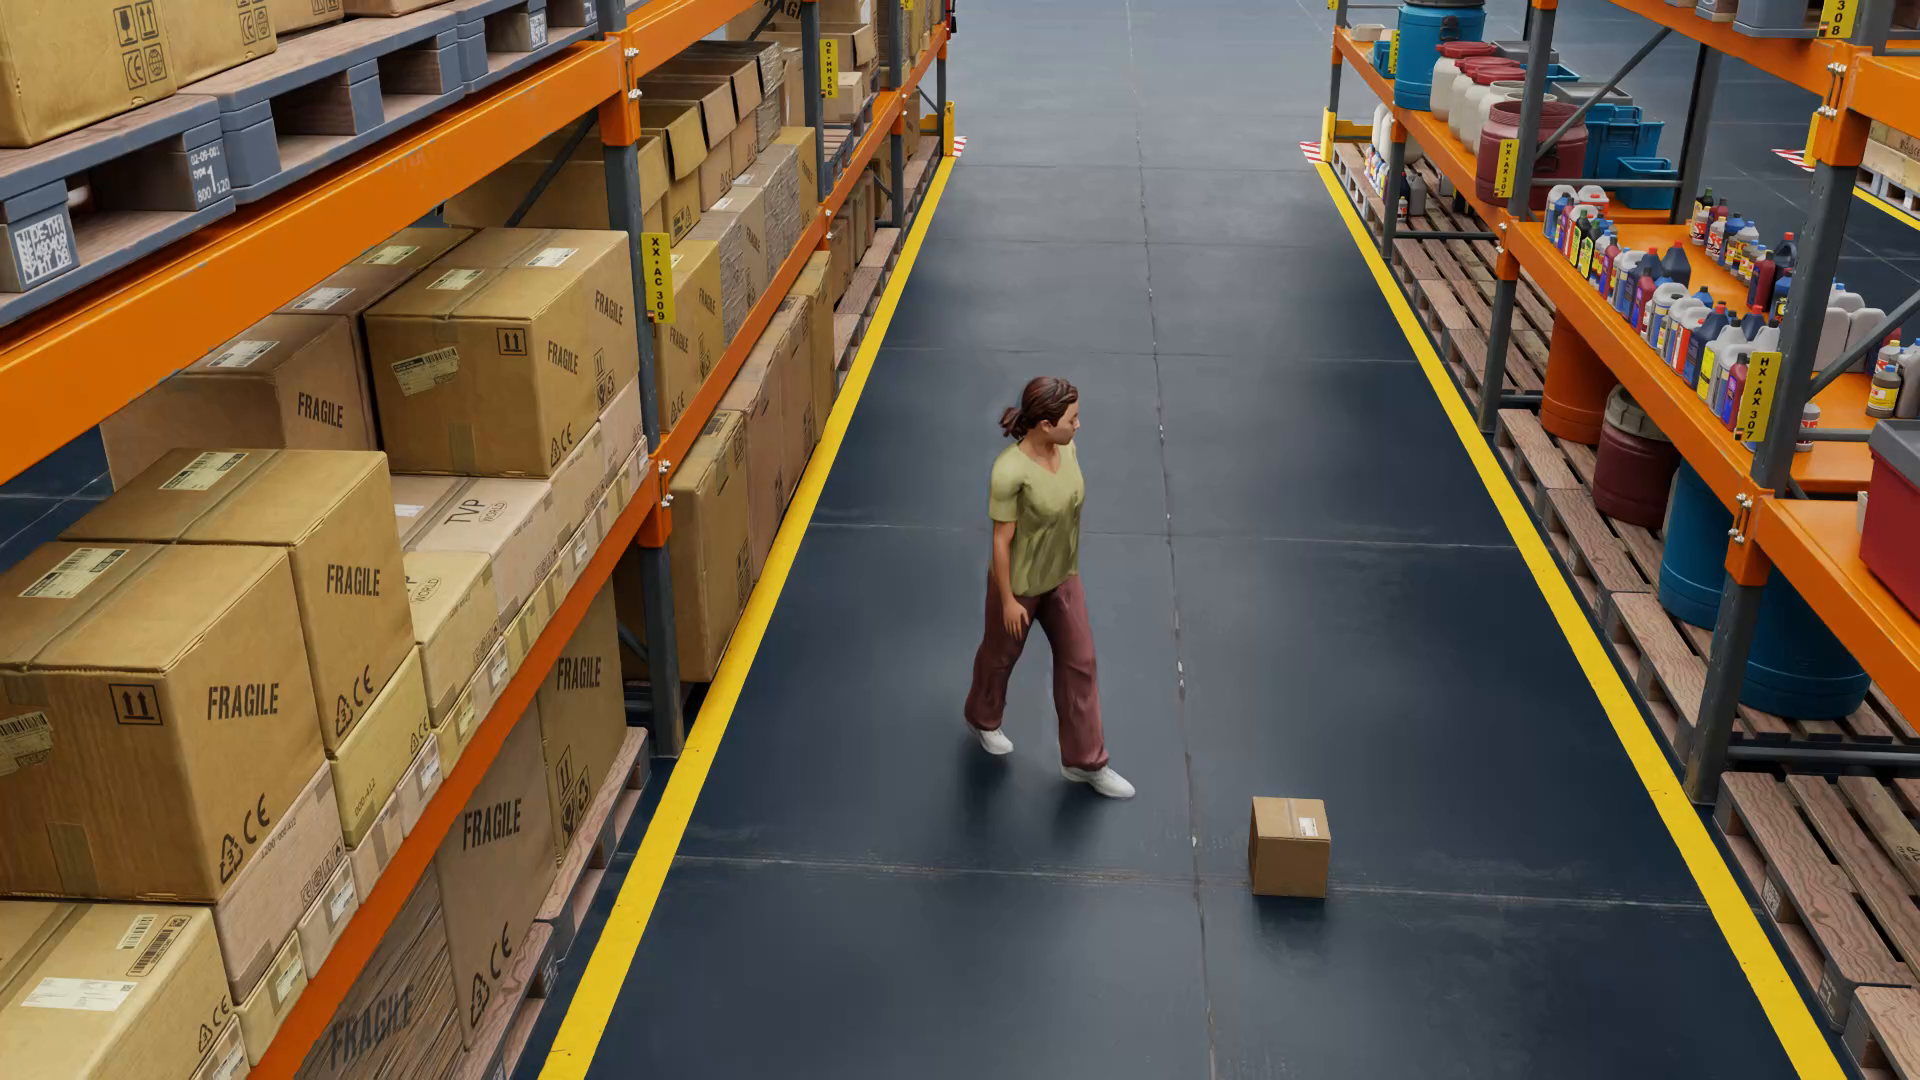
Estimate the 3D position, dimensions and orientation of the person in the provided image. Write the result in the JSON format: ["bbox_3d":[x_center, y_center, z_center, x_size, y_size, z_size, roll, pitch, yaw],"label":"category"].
[{"bbox_3d":[0.284,0.162,6.247,0.461,1.674,0.780,-18,30,-34],"label":"person"}]
